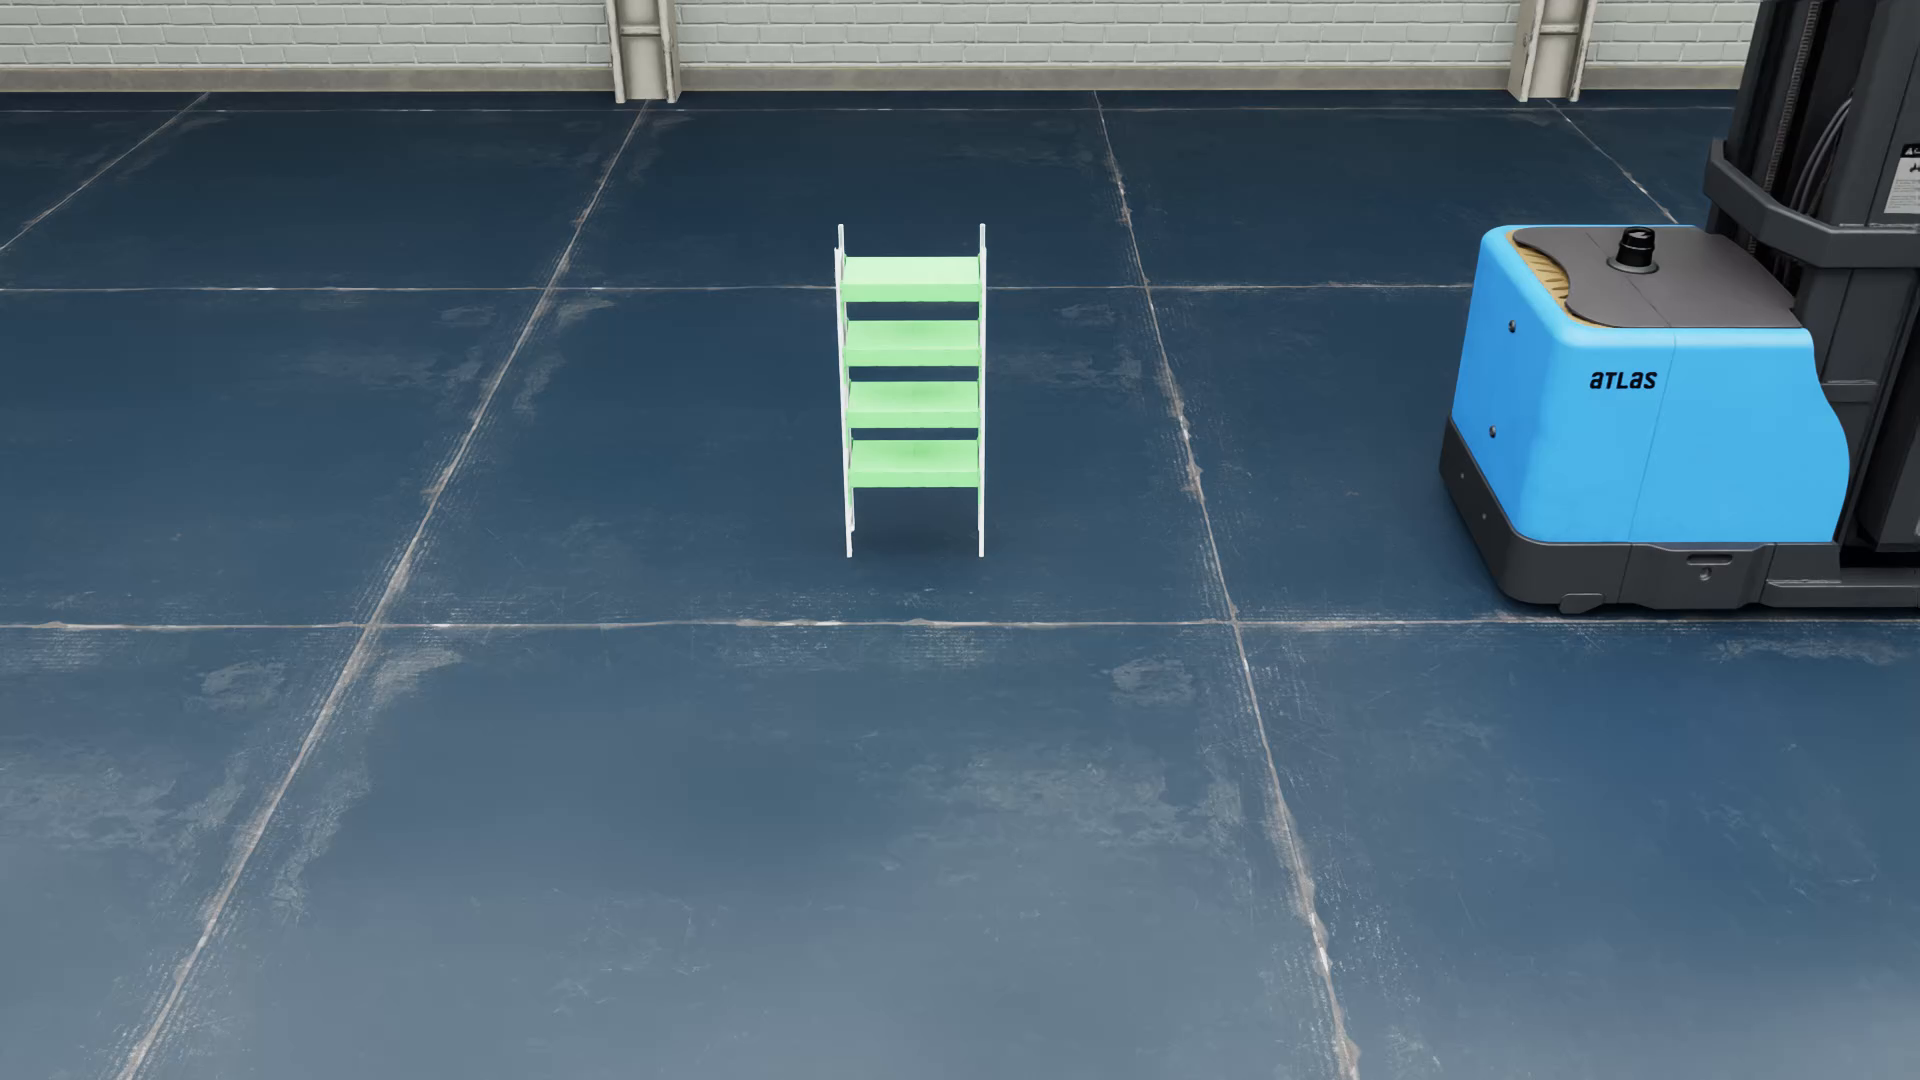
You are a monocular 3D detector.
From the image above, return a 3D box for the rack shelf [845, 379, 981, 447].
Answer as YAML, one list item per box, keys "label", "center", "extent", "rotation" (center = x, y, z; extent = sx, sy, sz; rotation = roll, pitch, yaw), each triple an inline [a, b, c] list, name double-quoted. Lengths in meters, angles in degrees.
- label: "rack shelf"
  center: [-0.166, -0.458, 5.971]
  extent: [0.480, 0.148, 0.258]
  rotation: [0, 31, 0]

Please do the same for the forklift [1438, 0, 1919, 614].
- label: "forklift"
  center: [3.405, -1.246, 5.479]
  extent: [3.031, 2.935, 1.130]
  rotation: [0, 31, 0]

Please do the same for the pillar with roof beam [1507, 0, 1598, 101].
- label: "pillar with roof beam"
  center: [3.941, -4.612, 5.176]
  extent: [0.400, 9.000, 9.100]
  rotation: [0, 31, 0]

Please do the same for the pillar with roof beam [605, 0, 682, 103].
- label: "pillar with roof beam"
  center: [-2.059, -4.593, 5.146]
  extent: [0.400, 9.000, 9.100]
  rotation: [0, 31, 0]

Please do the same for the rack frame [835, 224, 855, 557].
- label: "rack frame"
  center: [-0.410, -0.512, 5.937]
  extent: [0.015, 1.200, 0.240]
  rotation: [0, 31, 0]

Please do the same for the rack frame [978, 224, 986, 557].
- label: "rack frame"
  center: [0.078, -0.513, 5.939]
  extent: [0.015, 1.200, 0.240]
  rotation: [0, 31, 0]

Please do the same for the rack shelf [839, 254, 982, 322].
- label: "rack shelf"
  center: [-0.166, -0.868, 5.722]
  extent: [0.480, 0.148, 0.258]
  rotation: [0, 31, 0]

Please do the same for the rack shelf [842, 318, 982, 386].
- label: "rack shelf"
  center: [-0.166, -0.663, 5.847]
  extent: [0.480, 0.148, 0.258]
  rotation: [0, 31, 0]

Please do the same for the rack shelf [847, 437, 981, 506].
- label: "rack shelf"
  center: [-0.166, -0.253, 6.096]
  extent: [0.480, 0.148, 0.258]
  rotation: [0, 31, 0]

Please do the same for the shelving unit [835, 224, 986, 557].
- label: "shelving unit"
  center: [-0.166, -0.512, 5.938]
  extent: [0.503, 1.200, 0.258]
  rotation: [0, 31, 0]
